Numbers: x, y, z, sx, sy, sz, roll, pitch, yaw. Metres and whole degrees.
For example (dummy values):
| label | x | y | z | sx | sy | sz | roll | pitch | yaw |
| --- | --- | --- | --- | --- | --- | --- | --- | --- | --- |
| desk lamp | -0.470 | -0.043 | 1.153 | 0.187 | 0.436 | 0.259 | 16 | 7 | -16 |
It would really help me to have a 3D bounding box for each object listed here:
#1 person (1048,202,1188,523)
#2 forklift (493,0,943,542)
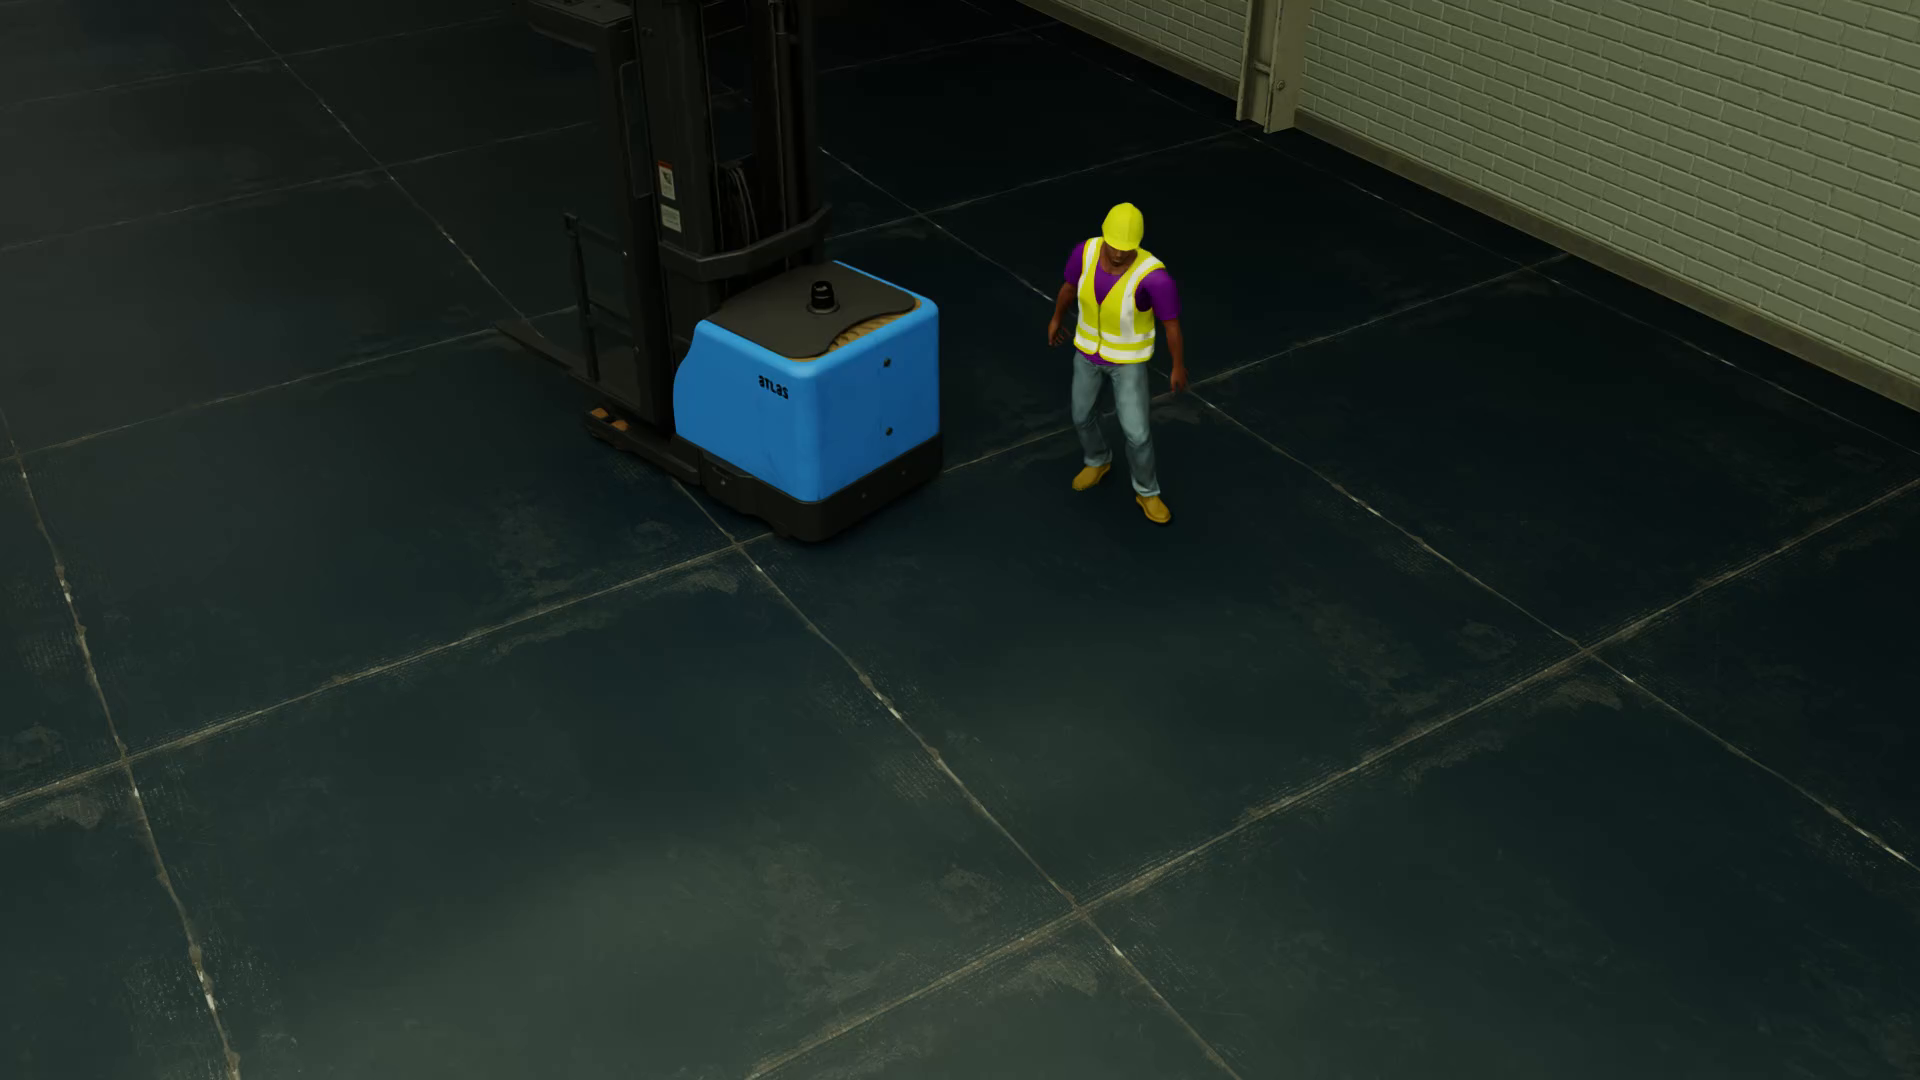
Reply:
| label | x | y | z | sx | sy | sz | roll | pitch | yaw |
| --- | --- | --- | --- | --- | --- | --- | --- | --- | --- |
| person | 0.788 | -0.961 | 8.584 | 0.896 | 1.733 | 0.473 | 23 | 41 | 29 |
| forklift | -1.525 | -1.911 | 8.867 | 3.031 | 2.935 | 1.130 | 27 | 43 | 33 |
